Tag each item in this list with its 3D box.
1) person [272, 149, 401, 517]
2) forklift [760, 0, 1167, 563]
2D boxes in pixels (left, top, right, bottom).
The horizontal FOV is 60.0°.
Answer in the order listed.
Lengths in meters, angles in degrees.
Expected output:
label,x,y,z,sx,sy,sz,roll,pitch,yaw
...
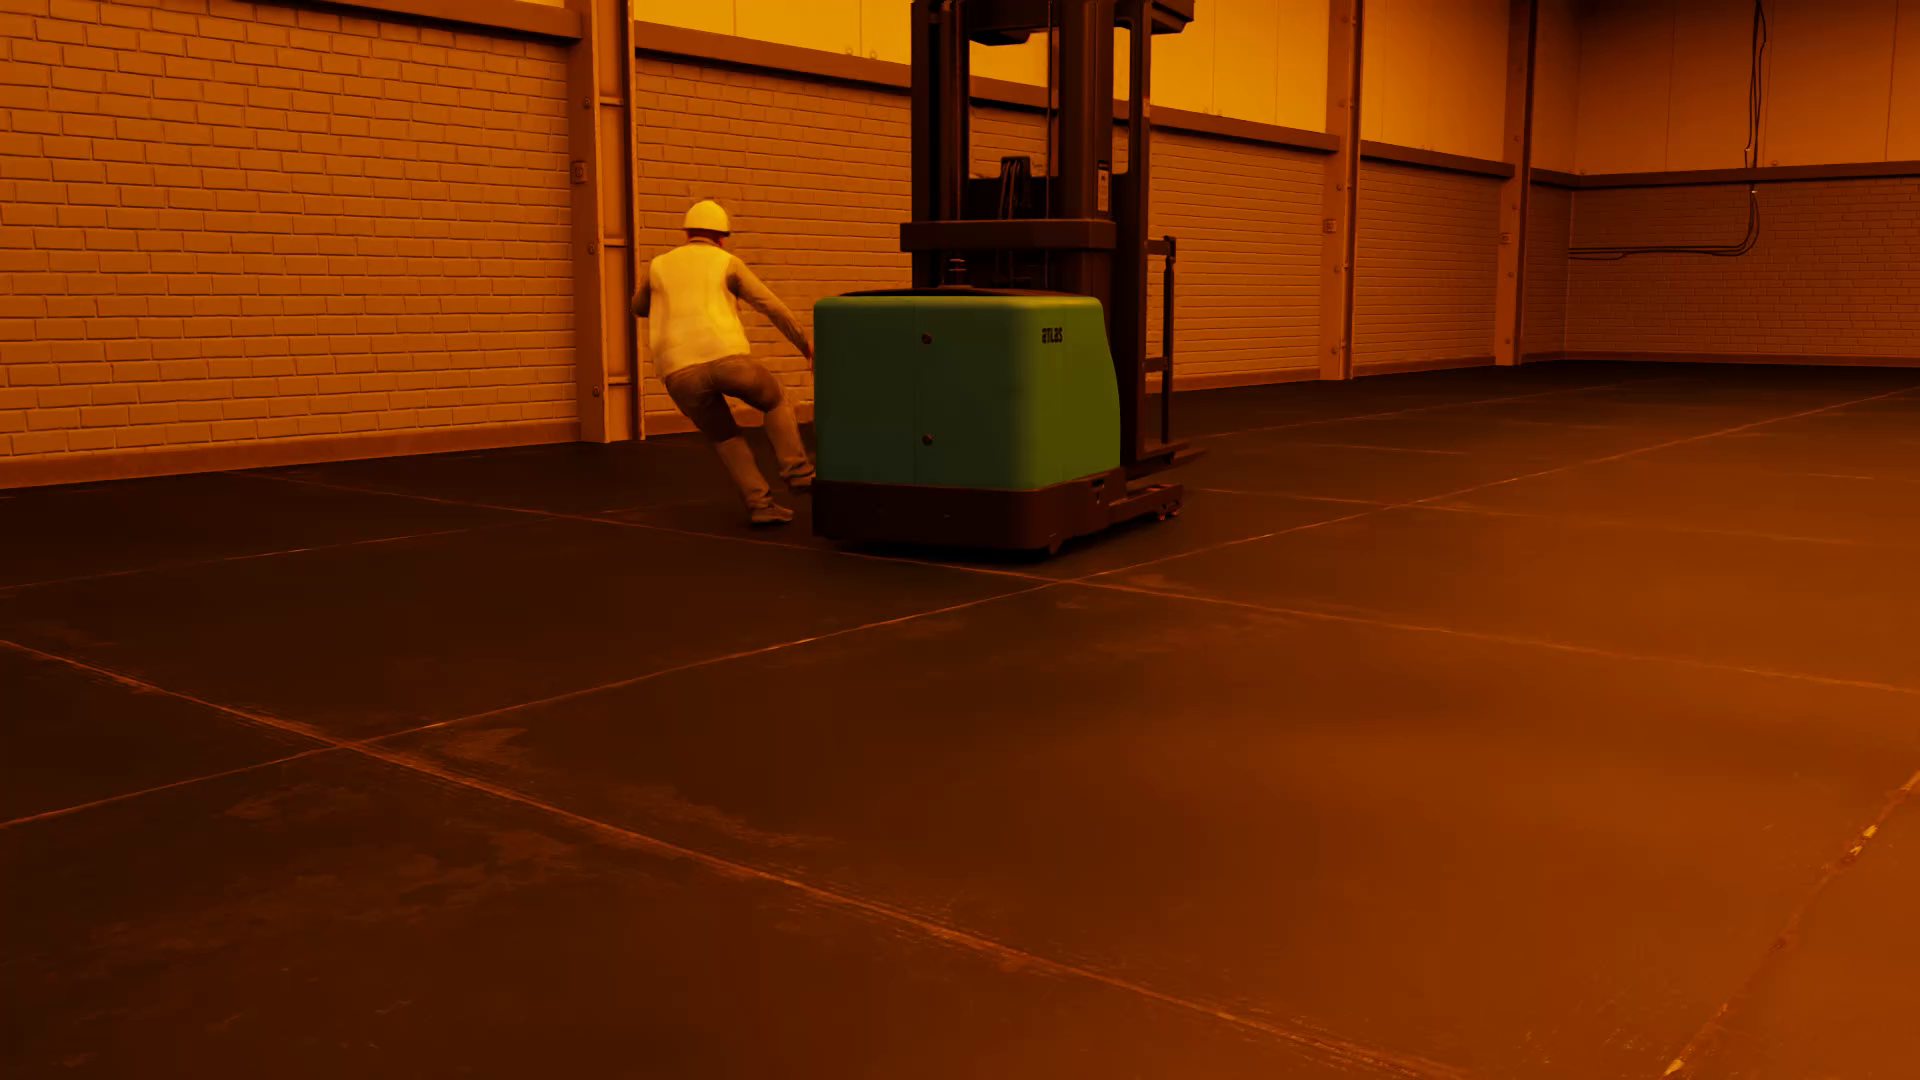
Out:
label,x,y,z,sx,sy,sz,roll,pitch,yaw
person,-3.073,-1.008,8.171,0.532,1.776,0.361,1,8,7
forklift,0.232,-1.535,7.769,1.130,2.935,3.031,4,9,23
